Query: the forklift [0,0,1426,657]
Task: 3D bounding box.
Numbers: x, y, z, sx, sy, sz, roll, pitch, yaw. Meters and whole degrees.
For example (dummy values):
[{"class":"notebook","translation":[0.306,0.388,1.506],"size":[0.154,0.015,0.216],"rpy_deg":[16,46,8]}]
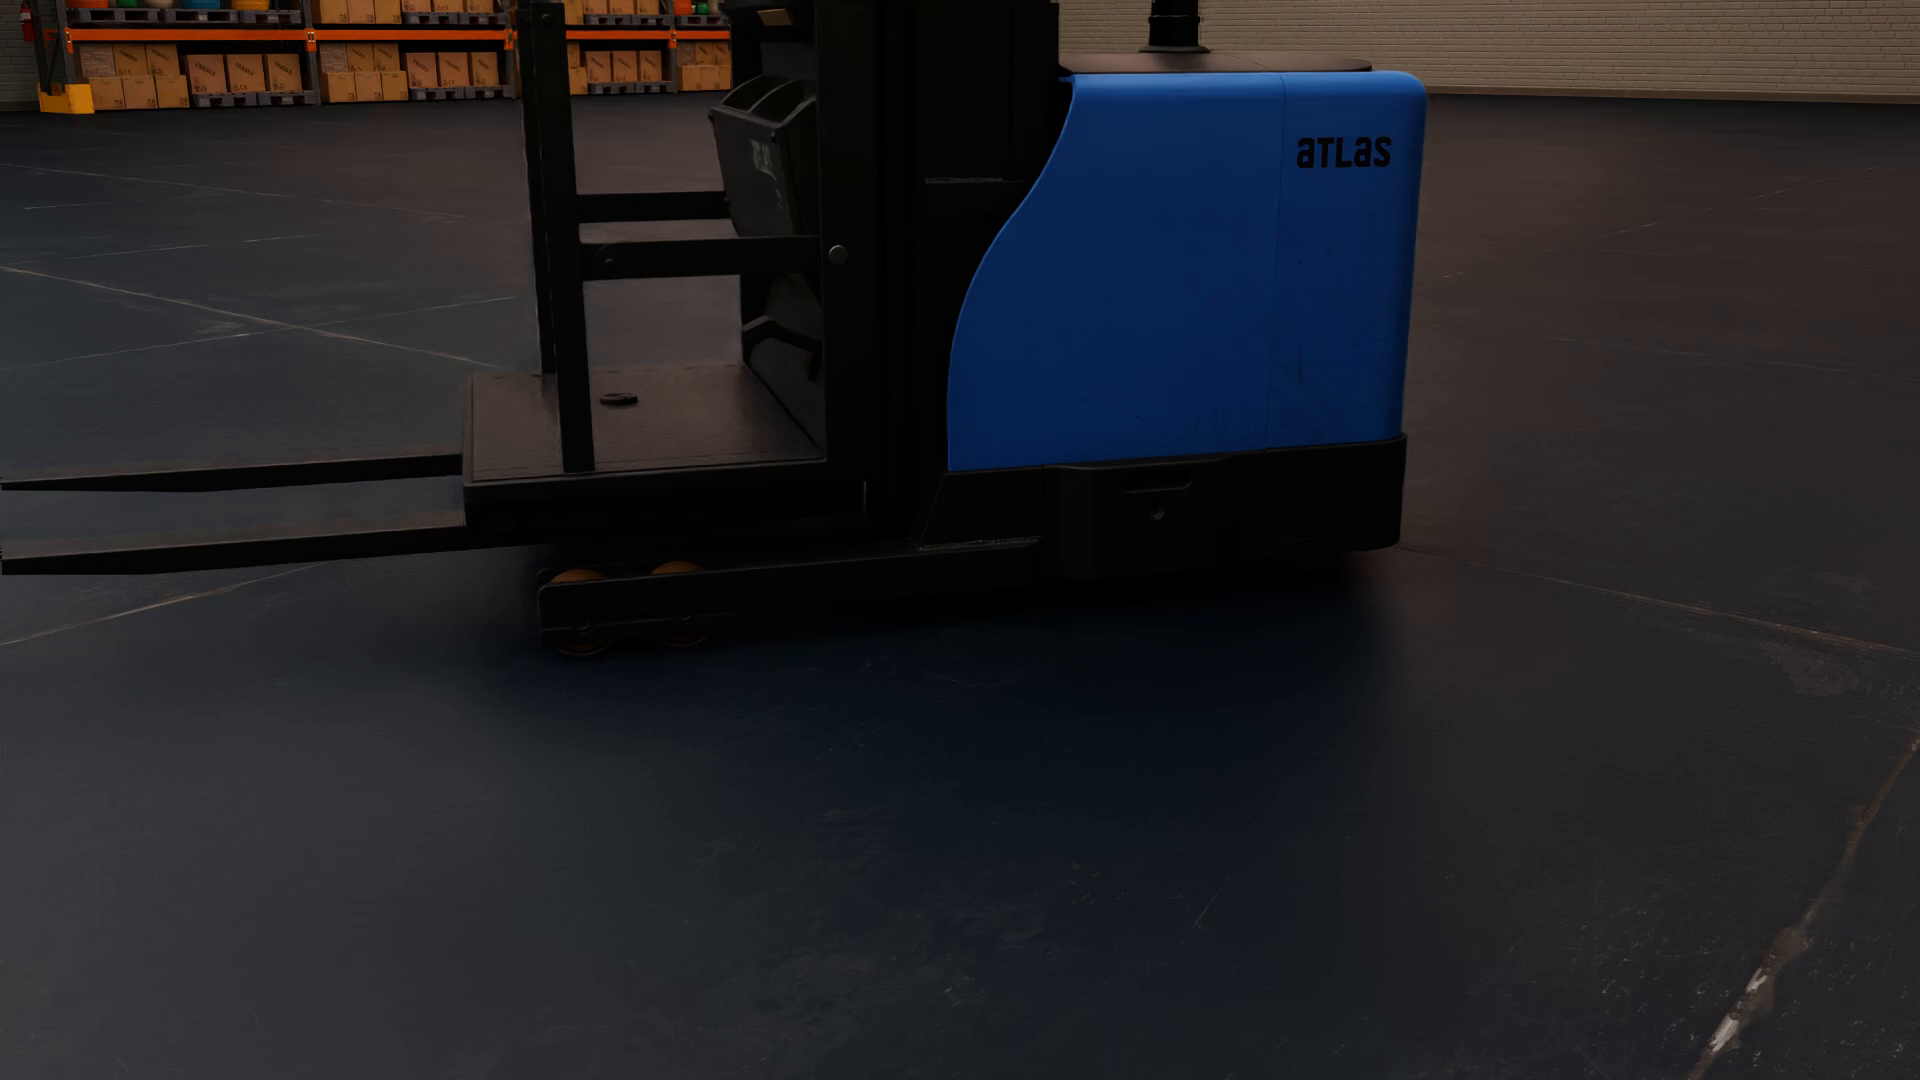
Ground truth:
[{"class":"forklift","translation":[-0.597,-1.348,3.336],"size":[3.031,2.935,1.130],"rpy_deg":[-5,18,-15]}]
